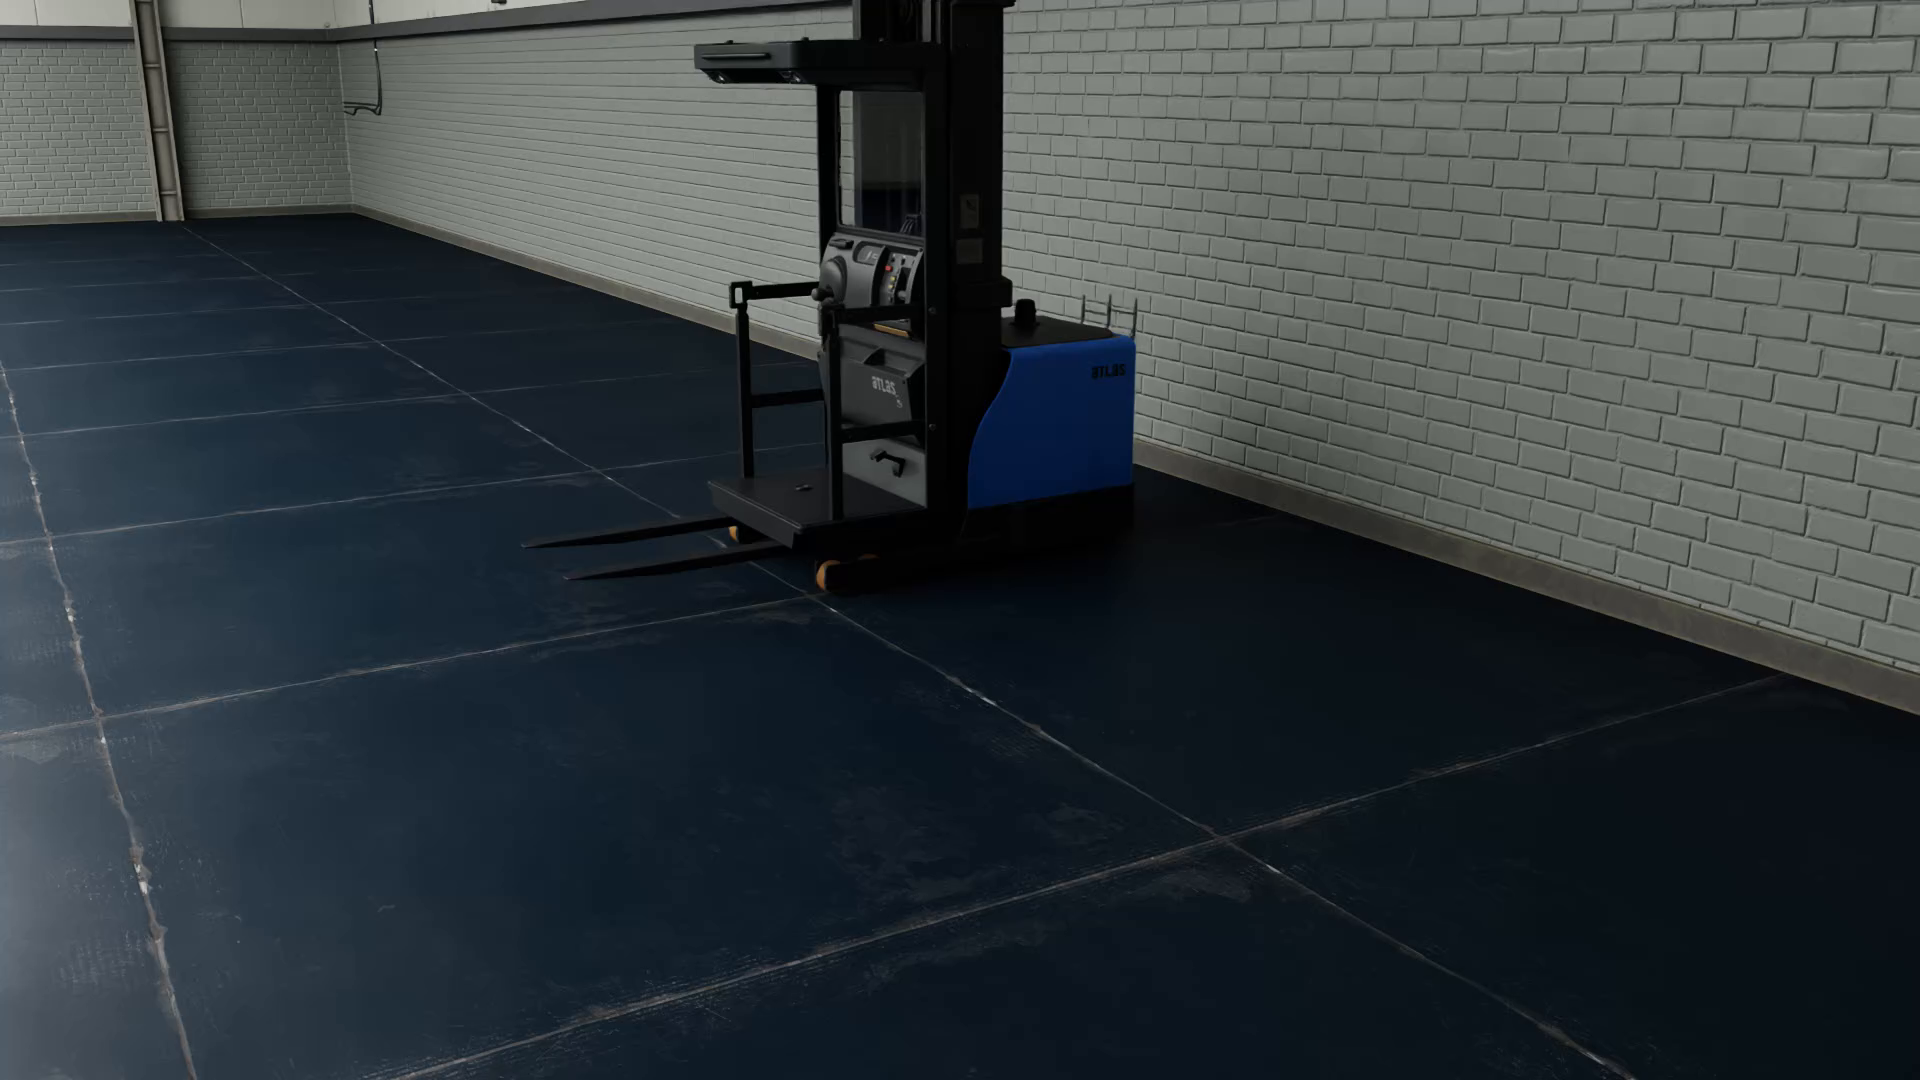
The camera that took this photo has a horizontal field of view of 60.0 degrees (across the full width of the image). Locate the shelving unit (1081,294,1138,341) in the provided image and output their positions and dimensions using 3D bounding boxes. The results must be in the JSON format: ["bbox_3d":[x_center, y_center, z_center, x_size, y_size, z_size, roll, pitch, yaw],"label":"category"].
[{"bbox_3d":[0.779,-0.728,9.104,0.189,1.200,0.258,-6,17,-34],"label":"shelving unit"}]

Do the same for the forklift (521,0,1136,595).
[{"bbox_3d":[-0.611,-1.314,8.005,3.031,2.935,1.130,-9,18,-30],"label":"forklift"}]

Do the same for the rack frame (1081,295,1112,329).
[{"bbox_3d":[0.704,-0.720,9.053,0.006,1.200,0.240,-6,17,-34],"label":"rack frame"}]

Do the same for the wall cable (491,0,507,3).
[{"bbox_3d":[-5.151,-9.238,18.733,0.169,6.003,2.305,-9,18,-30],"label":"wall cable"}]

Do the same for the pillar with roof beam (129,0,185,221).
[{"bbox_3d":[-11.015,-8.700,23.112,0.400,9.000,9.100,-9,18,-30],"label":"pillar with roof beam"}]

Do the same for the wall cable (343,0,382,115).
[{"bbox_3d":[-10.026,-8.304,27.454,0.112,2.526,3.097,-9,18,-30],"label":"wall cable"}]

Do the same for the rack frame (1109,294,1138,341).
[{"bbox_3d":[0.854,-0.737,9.156,0.006,1.200,0.240,-6,17,-34],"label":"rack frame"}]
